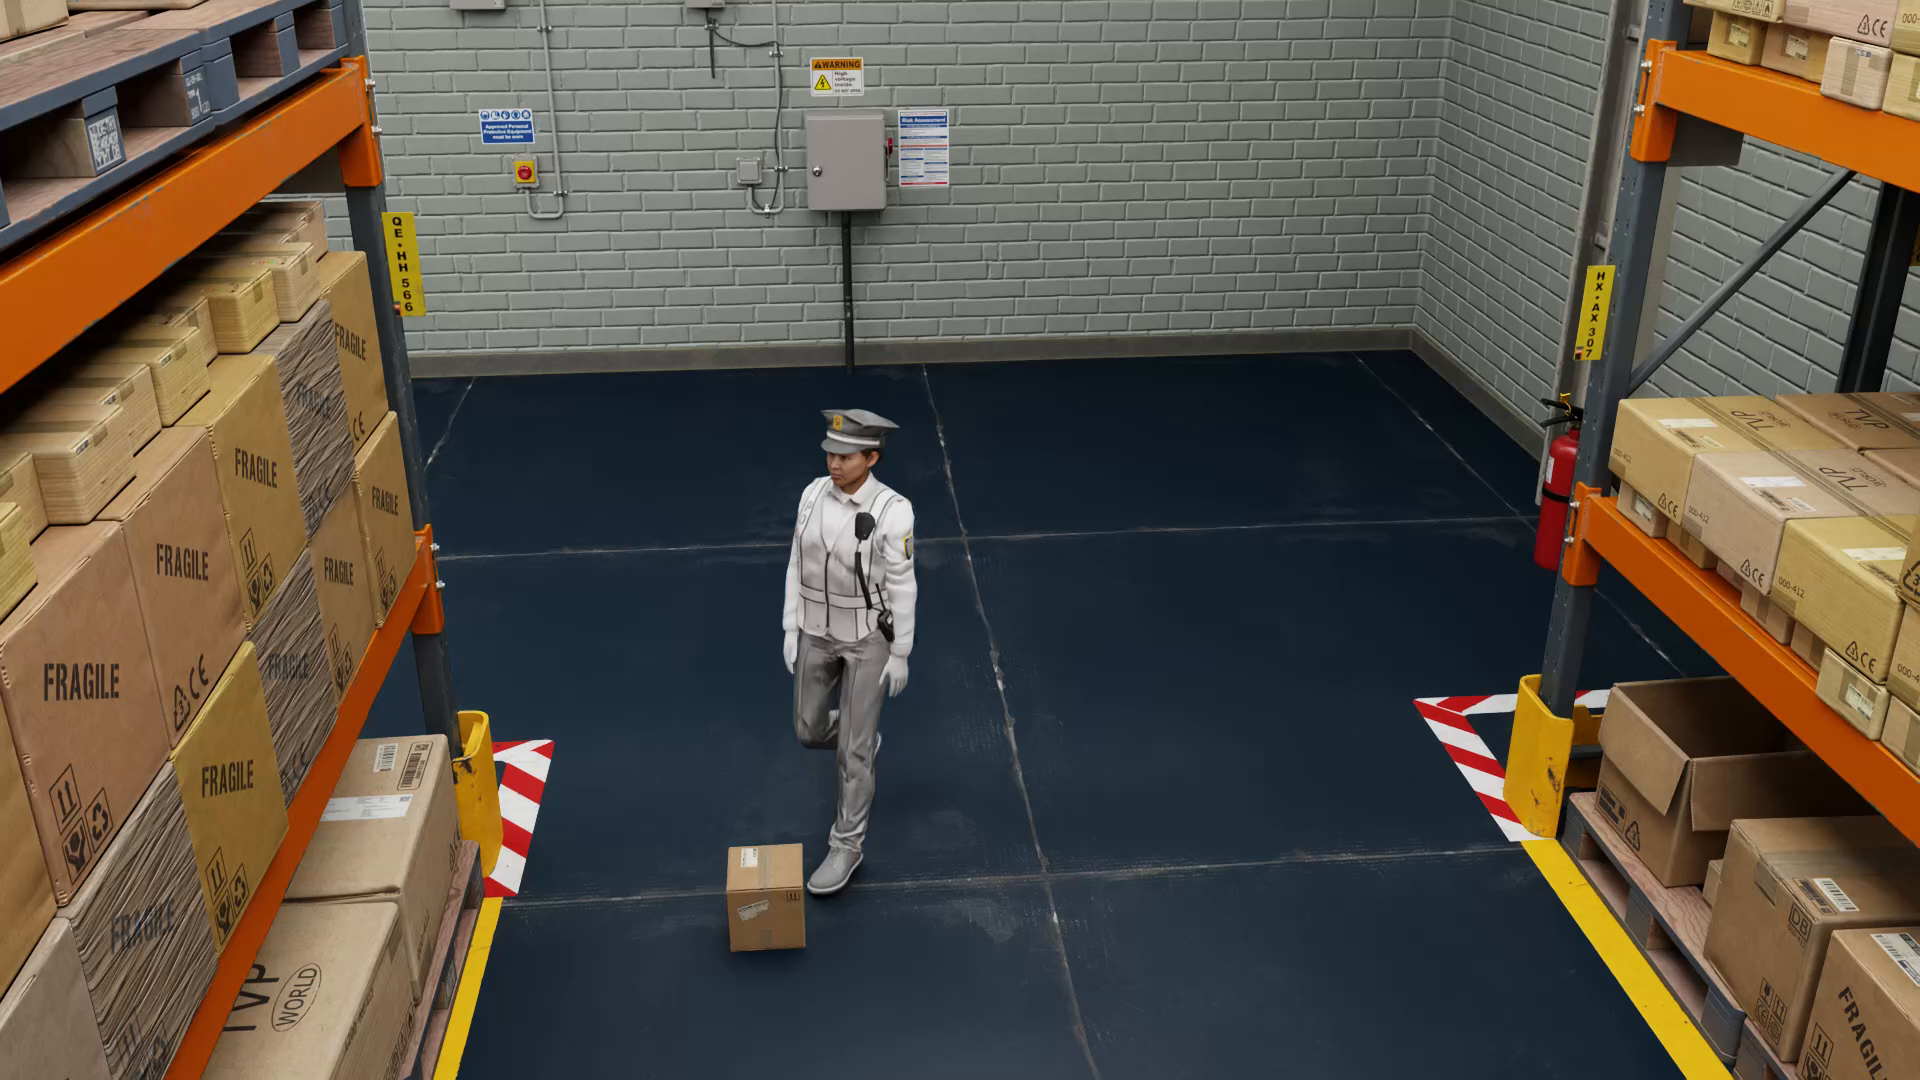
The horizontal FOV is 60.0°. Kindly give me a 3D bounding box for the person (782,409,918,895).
[{"bbox_3d":[-0.404,0.339,5.798,0.502,1.661,0.745,12,27,26],"label":"person"}]
